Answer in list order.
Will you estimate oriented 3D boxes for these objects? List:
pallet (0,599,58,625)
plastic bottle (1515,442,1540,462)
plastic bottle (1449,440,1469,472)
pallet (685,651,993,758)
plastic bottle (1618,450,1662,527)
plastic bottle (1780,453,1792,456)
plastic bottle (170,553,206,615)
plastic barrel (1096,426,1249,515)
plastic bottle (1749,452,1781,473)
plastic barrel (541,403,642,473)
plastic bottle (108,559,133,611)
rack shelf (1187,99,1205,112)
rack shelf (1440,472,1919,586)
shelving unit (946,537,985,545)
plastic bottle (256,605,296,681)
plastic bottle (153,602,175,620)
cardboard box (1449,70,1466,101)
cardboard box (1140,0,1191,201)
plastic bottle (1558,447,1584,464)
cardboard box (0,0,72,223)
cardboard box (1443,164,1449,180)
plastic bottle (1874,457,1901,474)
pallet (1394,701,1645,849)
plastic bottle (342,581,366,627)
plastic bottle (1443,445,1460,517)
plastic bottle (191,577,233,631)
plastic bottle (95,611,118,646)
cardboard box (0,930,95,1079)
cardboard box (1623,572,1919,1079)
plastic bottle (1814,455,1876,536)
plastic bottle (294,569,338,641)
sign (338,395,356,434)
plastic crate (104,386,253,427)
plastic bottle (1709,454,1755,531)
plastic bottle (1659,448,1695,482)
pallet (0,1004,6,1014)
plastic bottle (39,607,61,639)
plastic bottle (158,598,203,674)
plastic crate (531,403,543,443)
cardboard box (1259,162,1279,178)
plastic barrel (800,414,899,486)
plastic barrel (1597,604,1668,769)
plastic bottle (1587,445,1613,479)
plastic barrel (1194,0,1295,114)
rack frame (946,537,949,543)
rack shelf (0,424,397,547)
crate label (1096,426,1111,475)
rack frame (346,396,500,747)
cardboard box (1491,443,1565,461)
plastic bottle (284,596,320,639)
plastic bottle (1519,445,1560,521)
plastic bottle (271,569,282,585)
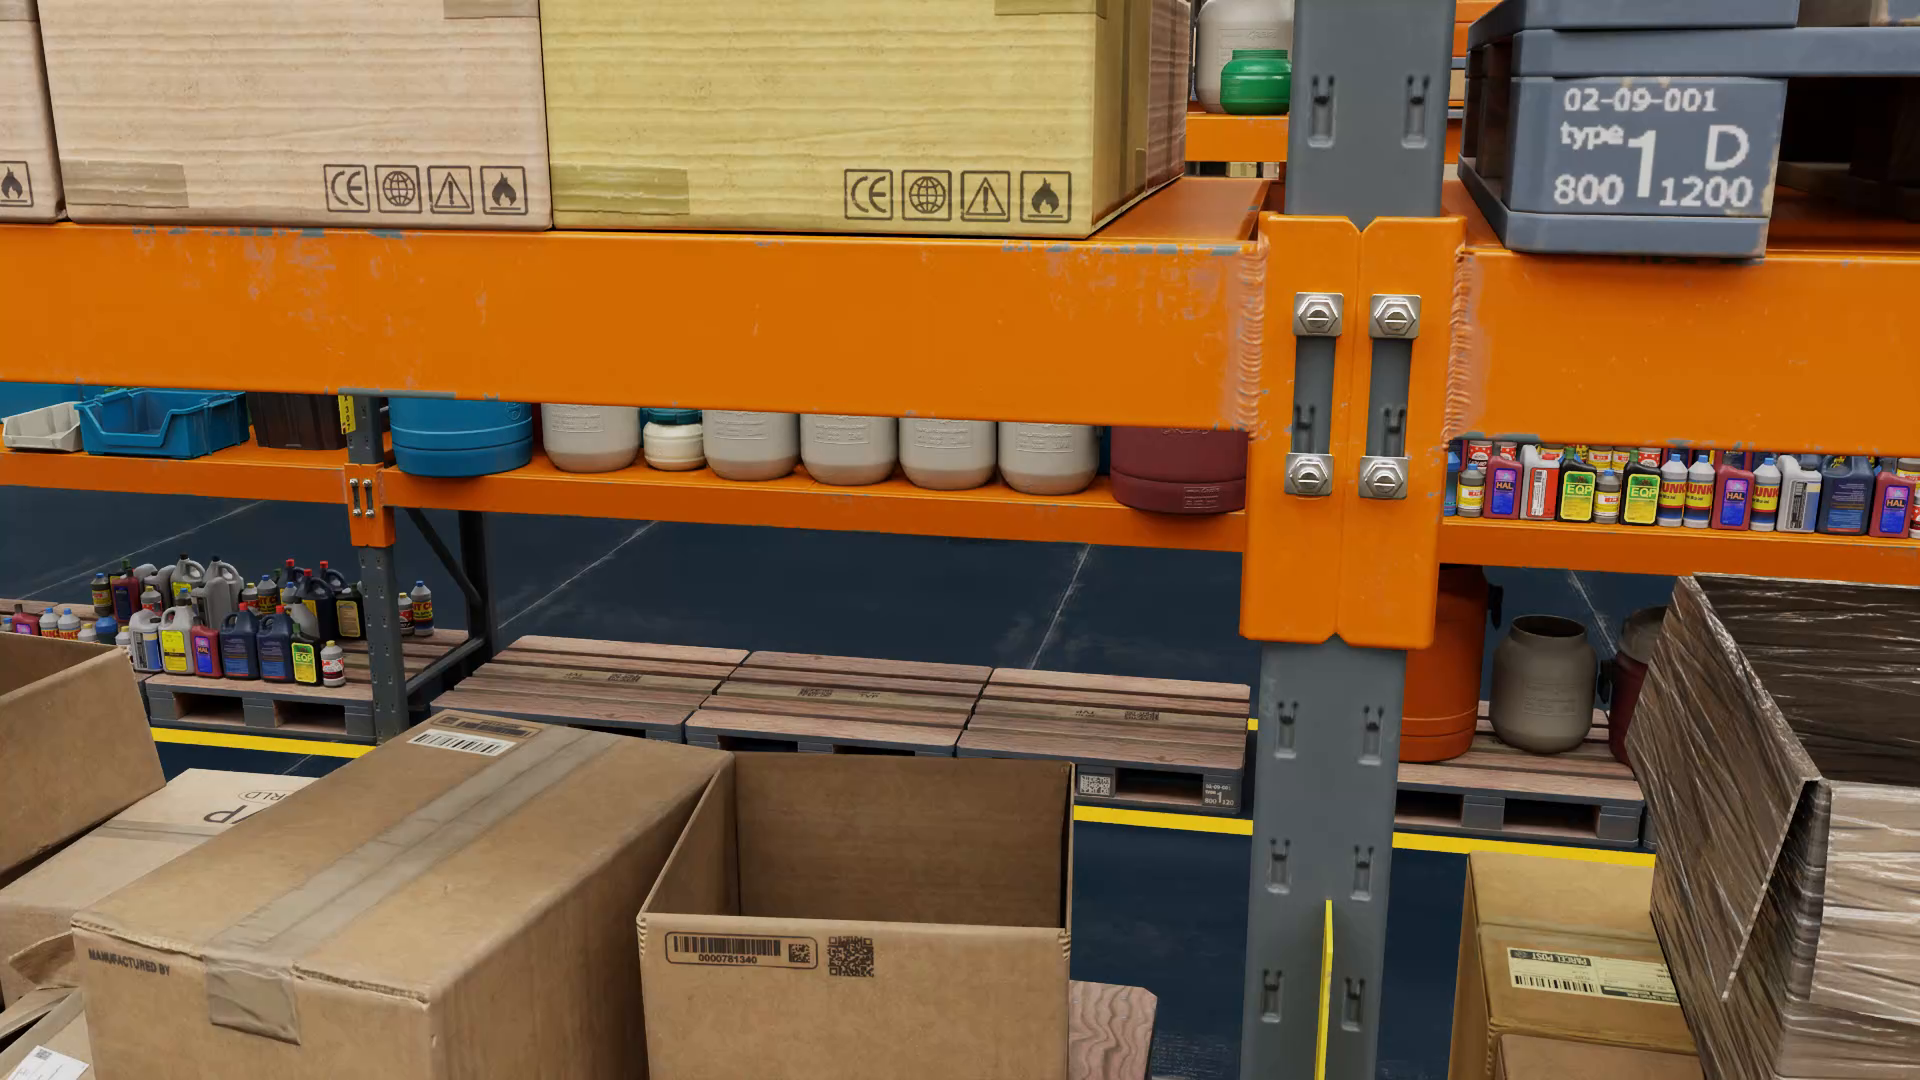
[{"bbox_3d":[-5.542,0.538,8.655,1.213,0.211,1.003,3,16,11],"label":"pallet"},{"bbox_3d":[2.426,-0.411,7.099,0.097,0.271,0.097,0,15,0],"label":"plastic bottle"},{"bbox_3d":[2.126,-0.438,7.174,0.133,0.283,0.061,3,16,11],"label":"plastic bottle"},{"bbox_3d":[-0.525,0.810,7.672,1.213,0.211,1.003,3,16,11],"label":"pallet"},{"bbox_3d":[2.580,-0.197,6.303,0.133,0.283,0.061,3,16,11],"label":"plastic bottle"},{"bbox_3d":[3.480,-0.386,6.859,0.185,0.351,0.144,3,16,11],"label":"plastic bottle"},{"bbox_3d":[-3.993,0.241,8.641,0.185,0.351,0.144,4,16,13],"label":"plastic bottle"},{"bbox_3d":[0.904,-0.428,6.662,0.708,0.536,0.600,3,16,11],"label":"plastic barrel"},{"bbox_3d":[3.320,-0.357,6.880,0.133,0.283,0.061,3,16,11],"label":"plastic bottle"},{"bbox_3d":[-1.607,-0.587,7.237,0.433,0.535,0.433,0,15,0],"label":"plastic barrel"},{"bbox_3d":[-4.416,0.239,8.774,0.133,0.283,0.061,4,16,12],"label":"plastic bottle"},{"bbox_3d":[0.450,-2.918,11.634,4.000,0.370,1.077,3,16,11],"label":"rack shelf"},{"bbox_3d":[3.379,0.036,6.590,4.000,0.370,1.077,3,16,11],"label":"rack shelf"},{"bbox_3d":[0.052,-0.503,10.842,0.252,1.050,0.215,3,16,11],"label":"shelving unit"},{"bbox_3d":[-3.190,0.476,7.792,0.185,0.351,0.144,3,16,10],"label":"plastic bottle"},{"bbox_3d":[-3.832,0.444,8.036,0.133,0.283,0.061,3,16,11],"label":"plastic bottle"},{"bbox_3d":[3.343,-3.165,10.991,0.500,0.500,0.910,3,16,11],"label":"cardboard box"},{"bbox_3d":[0.022,-0.586,2.150,0.500,0.250,0.500,3,16,12],"label":"cardboard box"},{"bbox_3d":[2.352,-0.225,6.427,0.097,0.271,0.097,0,15,0],"label":"plastic bottle"},{"bbox_3d":[-1.063,-0.506,1.861,0.500,0.250,0.500,4,16,13],"label":"cardboard box"},{"bbox_3d":[4.313,-3.451,15.645,0.500,0.250,0.500,3,16,10],"label":"cardboard box"},{"bbox_3d":[3.826,-0.330,6.797,0.135,0.276,0.152,3,16,11],"label":"plastic bottle"},{"bbox_3d":[2.200,0.958,7.138,1.213,0.211,1.003,3,16,11],"label":"pallet"},{"bbox_3d":[-3.048,0.329,8.462,0.135,0.276,0.152,4,16,13],"label":"plastic bottle"},{"bbox_3d":[1.887,-0.234,6.458,0.097,0.271,0.097,0,15,0],"label":"plastic bottle"},{"bbox_3d":[-3.816,0.327,8.471,0.135,0.276,0.152,3,16,11],"label":"plastic bottle"},{"bbox_3d":[-4.074,0.473,7.953,0.097,0.271,0.097,0,15,0],"label":"plastic bottle"},{"bbox_3d":[-1.256,0.723,2.227,0.258,0.266,0.396,3,16,10],"label":"cardboard box"},{"bbox_3d":[1.145,0.390,1.897,0.637,0.503,0.797,4,16,13],"label":"cardboard box"},{"bbox_3d":[3.293,-0.202,6.195,0.185,0.351,0.144,3,16,11],"label":"plastic bottle"},{"bbox_3d":[-3.238,0.321,8.351,0.185,0.351,0.144,3,16,11],"label":"plastic bottle"},{"bbox_3d":[-2.622,-0.620,7.091,0.005,0.325,0.100,3,16,11],"label":"sign"},{"bbox_3d":[-3.775,-0.674,8.201,0.662,0.188,0.450,3,16,11],"label":"plastic crate"},{"bbox_3d":[2.902,-0.180,6.240,0.133,0.283,0.061,3,16,11],"label":"plastic bottle"},{"bbox_3d":[3.020,-0.390,6.999,0.133,0.283,0.061,3,16,11],"label":"plastic bottle"},{"bbox_3d":[-1.516,0.877,2.567,1.213,0.211,1.003,3,16,11],"label":"pallet"},{"bbox_3d":[-4.370,0.457,8.011,0.097,0.271,0.097,0,15,0],"label":"plastic bottle"},{"bbox_3d":[-3.694,0.449,7.891,0.185,0.351,0.144,3,16,11],"label":"plastic bottle"},{"bbox_3d":[-1.966,-0.715,7.833,0.583,0.464,0.402,3,16,11],"label":"plastic crate"},{"bbox_3d":[3.049,-3.592,16.113,0.250,0.149,0.380,1,16,4],"label":"cardboard box"},{"bbox_3d":[-0.464,-0.525,7.013,0.433,0.535,0.433,0,15,0],"label":"plastic barrel"},{"bbox_3d":[3.008,0.625,6.849,0.708,0.588,0.600,3,16,11],"label":"plastic barrel"},{"bbox_3d":[2.713,-0.362,7.052,0.097,0.201,0.097,0,15,0],"label":"plastic bottle"},{"bbox_3d":[1.175,-2.013,6.811,0.421,0.512,0.421,0,15,0],"label":"plastic barrel"},{"bbox_3d":[-0.067,-0.510,10.865,0.008,1.050,0.200,3,16,11],"label":"rack frame"},{"bbox_3d":[-4.461,-0.389,8.126,4.000,0.370,1.077,3,16,11],"label":"rack shelf"},{"bbox_3d":[0.499,-0.557,7.319,0.616,0.435,0.502,3,16,11],"label":"crate label"},{"bbox_3d":[-2.501,-0.630,7.646,0.127,3.000,1.000,3,16,11],"label":"rack frame"},{"bbox_3d":[3.803,-0.566,11.276,0.500,0.500,0.500,3,16,10],"label":"cardboard box"},{"bbox_3d":[-3.161,0.438,7.928,0.185,0.351,0.144,3,16,11],"label":"plastic bottle"},{"bbox_3d":[2.232,-0.225,6.417,0.135,0.276,0.152,3,16,11],"label":"plastic bottle"},{"bbox_3d":[-3.548,0.286,8.604,0.133,0.283,0.061,4,16,14],"label":"plastic bottle"}]
